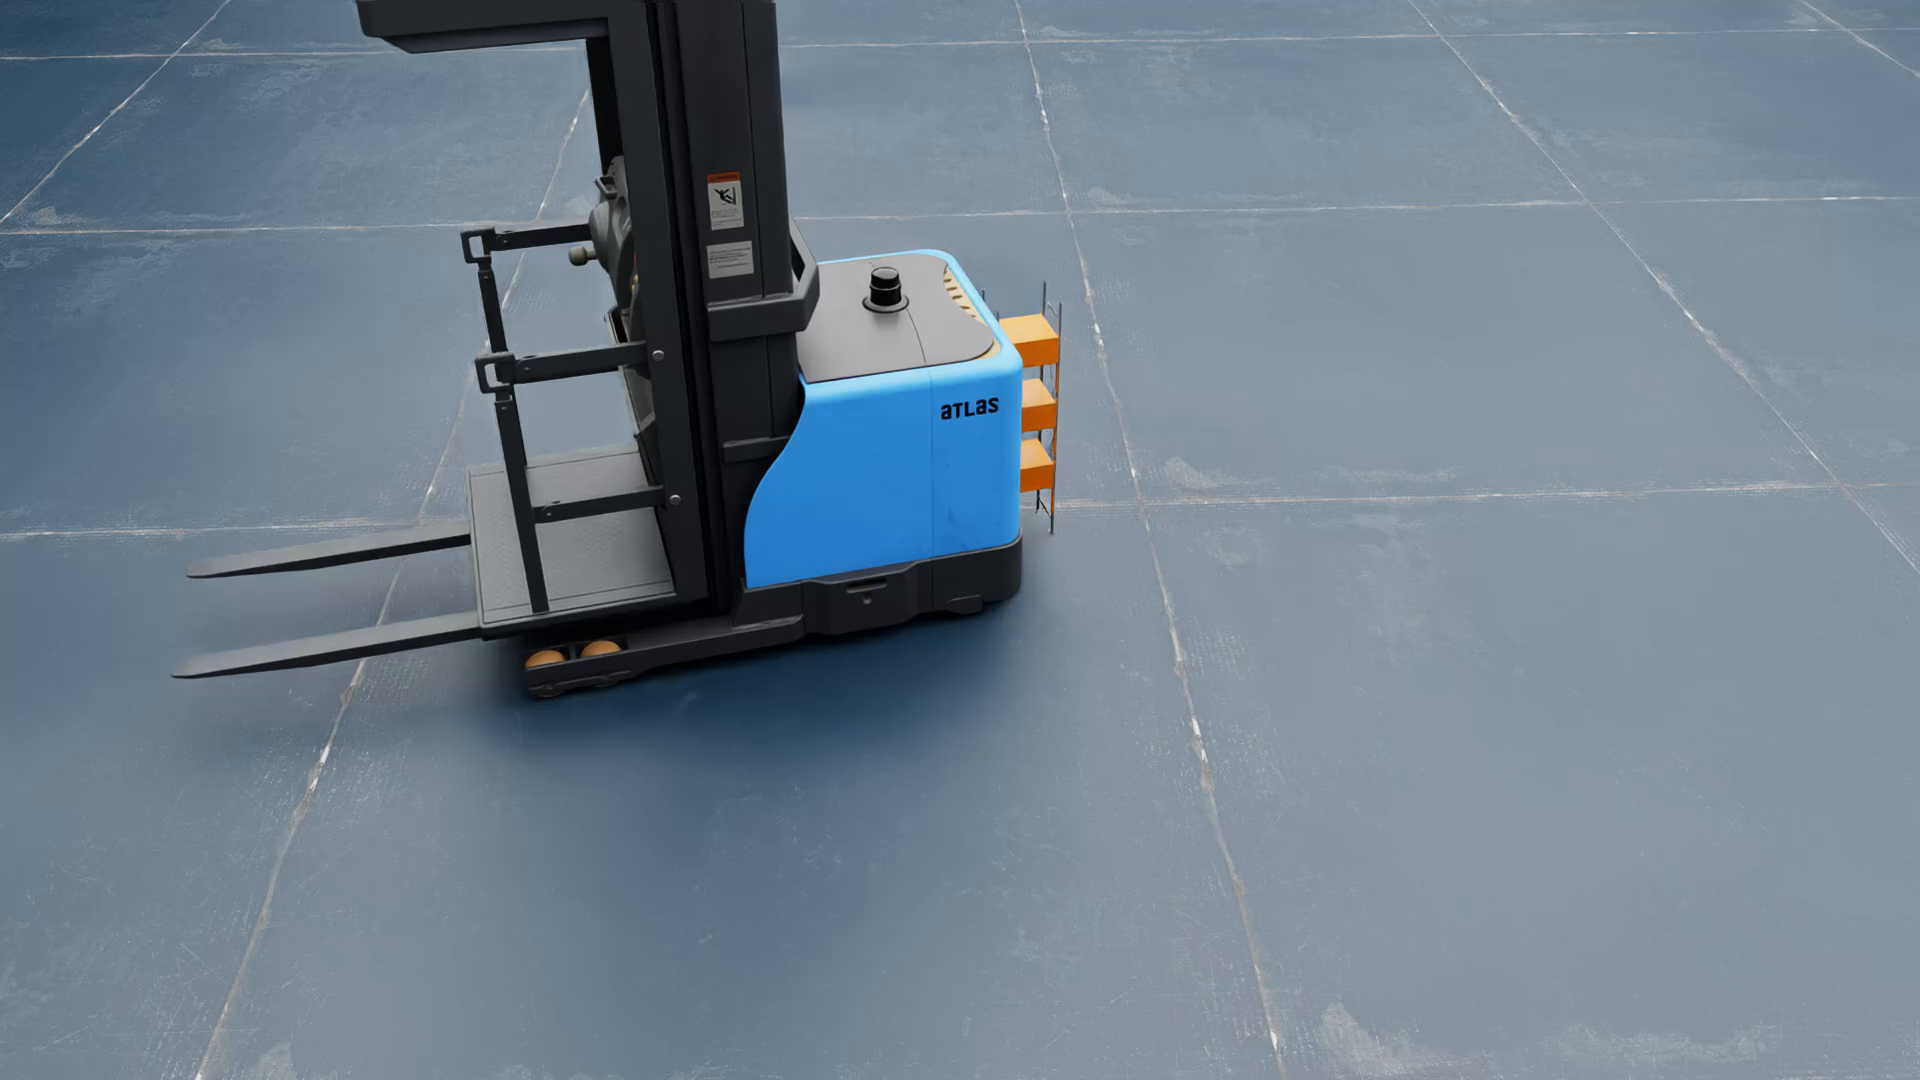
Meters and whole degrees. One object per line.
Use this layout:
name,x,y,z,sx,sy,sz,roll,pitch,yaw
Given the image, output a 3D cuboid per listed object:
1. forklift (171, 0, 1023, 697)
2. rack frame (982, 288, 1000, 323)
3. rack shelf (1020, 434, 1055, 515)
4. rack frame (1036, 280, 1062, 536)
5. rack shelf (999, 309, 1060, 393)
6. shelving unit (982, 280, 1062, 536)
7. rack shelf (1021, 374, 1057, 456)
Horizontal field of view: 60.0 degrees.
forklift,-1.340,-0.981,5.591,3.031,2.935,1.130,-10,36,-13
rack frame,0.114,-0.463,6.497,0.008,1.050,0.200,-10,36,-13
rack shelf,0.231,-0.246,6.690,0.240,0.259,0.215,-10,36,-13
rack frame,0.348,-0.503,6.554,0.008,1.050,0.200,-10,36,-13
rack shelf,0.231,-0.708,6.370,0.240,0.259,0.215,-10,36,-13
shelving unit,0.231,-0.483,6.525,0.252,1.050,0.215,-10,36,-13
rack shelf,0.231,-0.474,6.531,0.240,0.259,0.215,-10,36,-13
